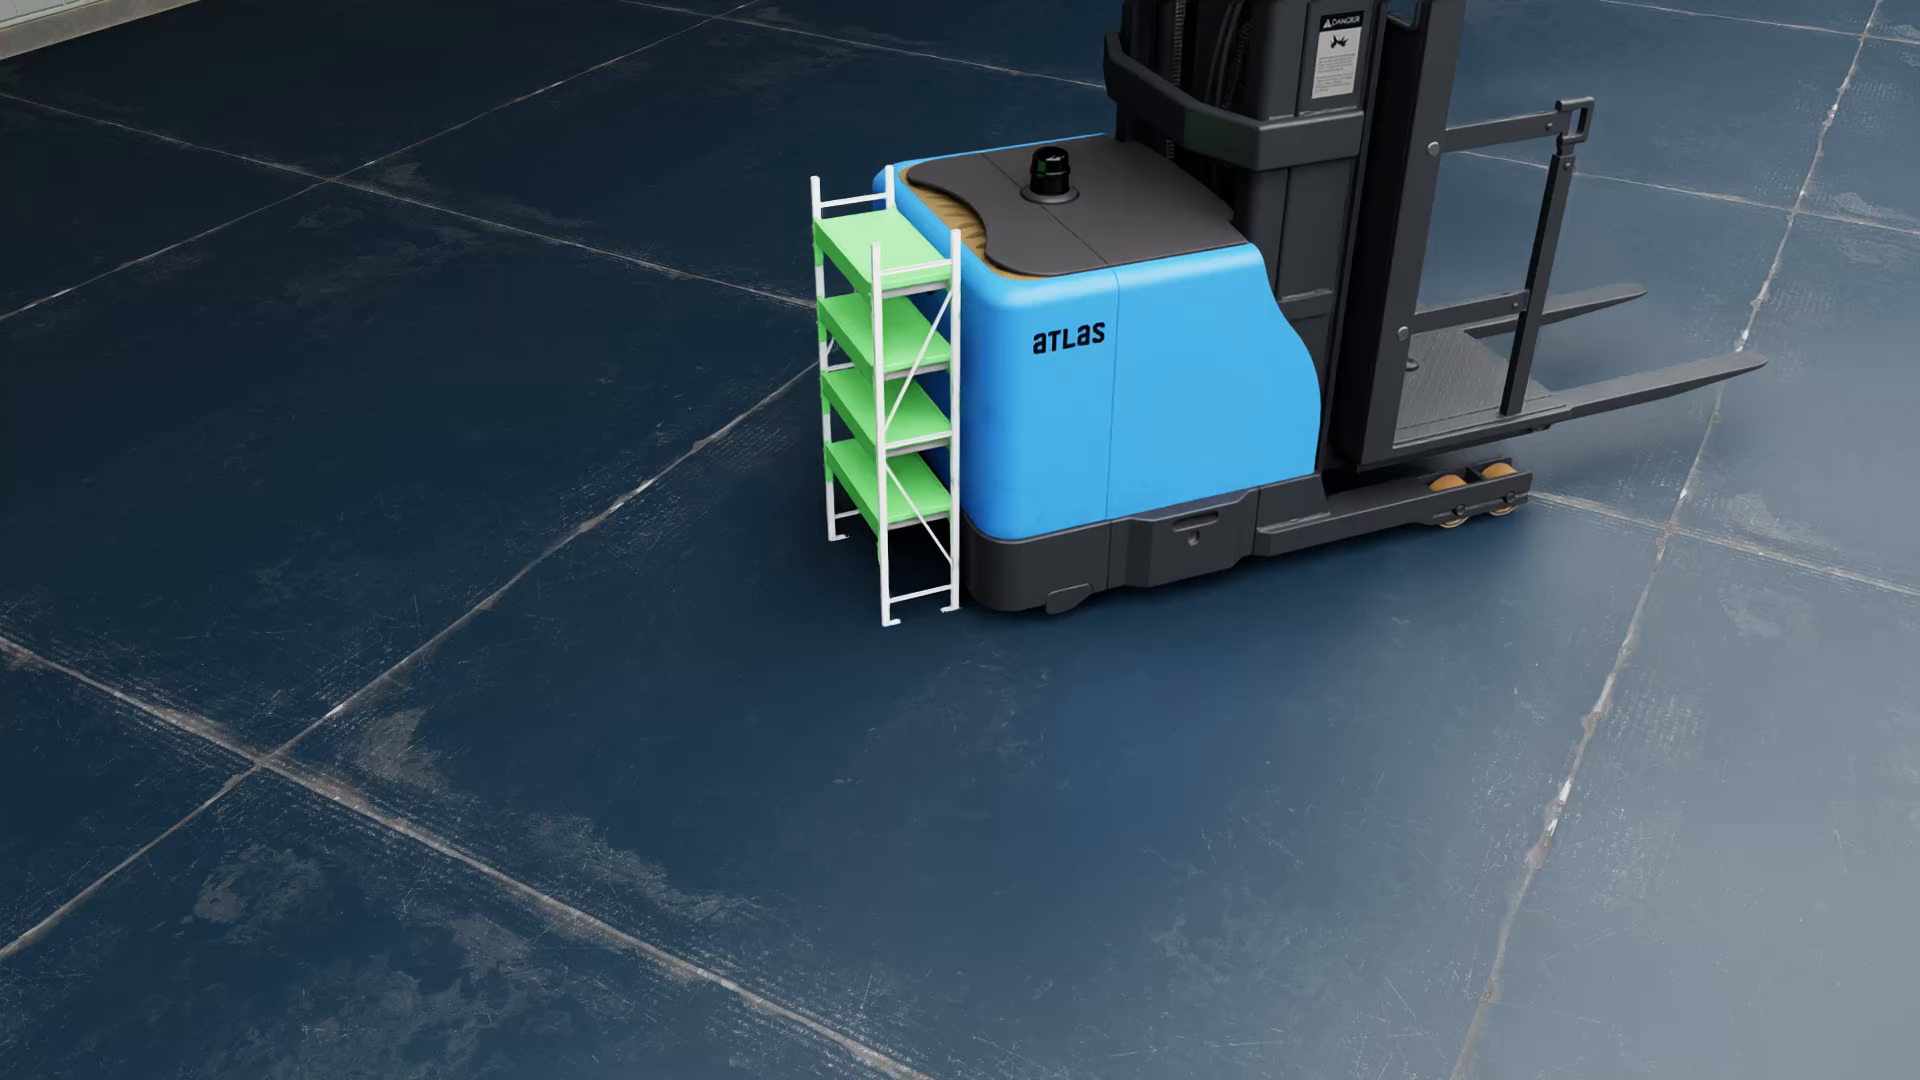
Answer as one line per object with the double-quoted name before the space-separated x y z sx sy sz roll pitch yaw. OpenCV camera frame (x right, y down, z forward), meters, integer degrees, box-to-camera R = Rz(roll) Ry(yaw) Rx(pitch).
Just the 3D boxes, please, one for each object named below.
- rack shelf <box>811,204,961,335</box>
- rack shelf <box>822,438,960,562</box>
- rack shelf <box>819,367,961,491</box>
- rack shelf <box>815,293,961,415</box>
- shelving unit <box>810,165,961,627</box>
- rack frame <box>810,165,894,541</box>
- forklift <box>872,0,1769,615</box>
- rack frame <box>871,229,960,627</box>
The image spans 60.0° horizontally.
"rack shelf" -0.207 -0.745 4.535 0.258 0.148 0.480 -13 36 -19
"rack shelf" -0.209 -0.145 4.933 0.258 0.148 0.480 -13 36 -19
"rack shelf" -0.208 -0.345 4.801 0.258 0.148 0.480 -13 36 -19
"rack shelf" -0.207 -0.545 4.668 0.258 0.148 0.480 -13 36 -19
"shelving unit" -0.208 -0.399 4.765 0.258 1.200 0.503 -13 36 -19
"rack frame" -0.301 -0.524 4.953 0.240 1.200 0.015 -13 36 -19
"forklift" 1.290 -1.517 4.884 3.031 2.935 1.130 -13 36 -18
"rack frame" -0.115 -0.274 4.578 0.240 1.200 0.015 -13 36 -19
